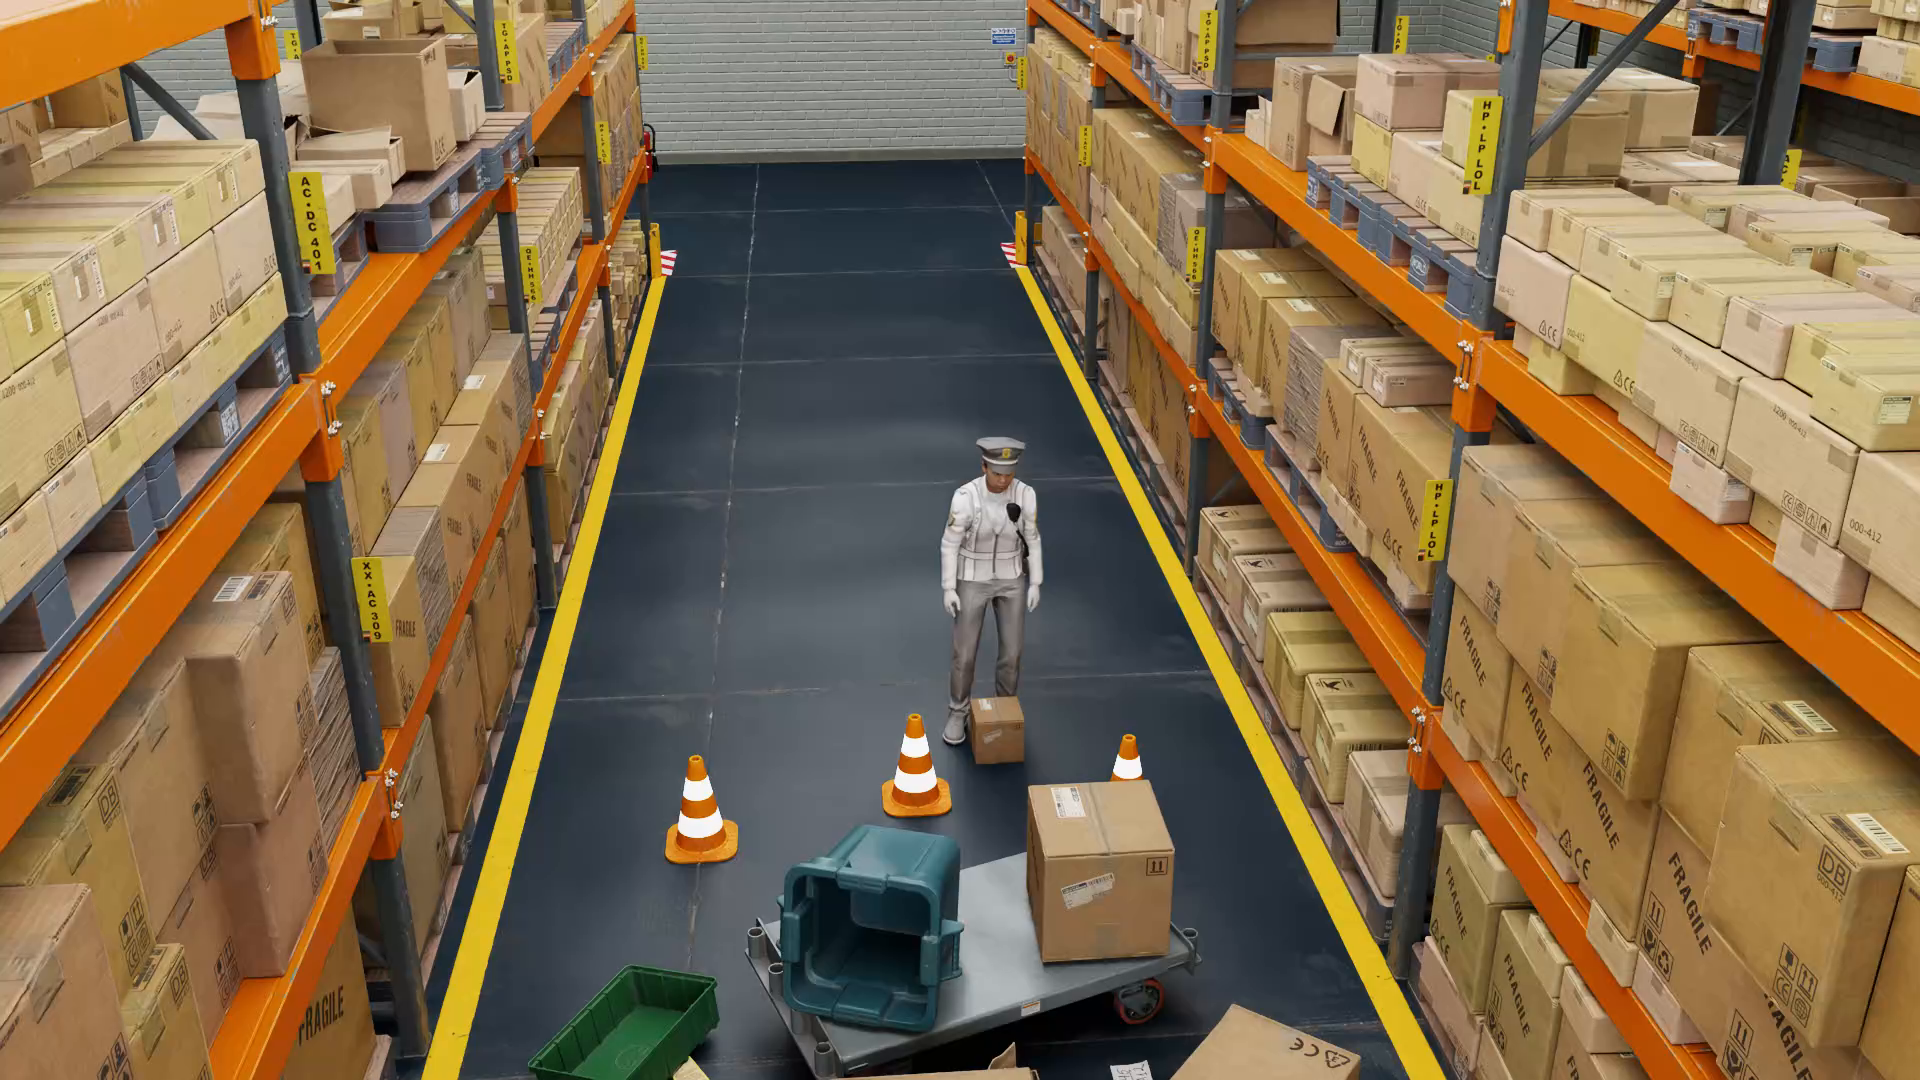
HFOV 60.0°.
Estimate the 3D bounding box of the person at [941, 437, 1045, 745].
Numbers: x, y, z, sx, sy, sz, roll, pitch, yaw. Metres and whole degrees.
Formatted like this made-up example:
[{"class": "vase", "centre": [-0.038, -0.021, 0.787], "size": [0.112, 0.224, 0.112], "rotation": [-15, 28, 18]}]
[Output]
[{"class": "person", "centre": [0.167, 0.242, 8.548], "size": [0.546, 1.665, 0.374], "rotation": [-4, 24, -8]}]
